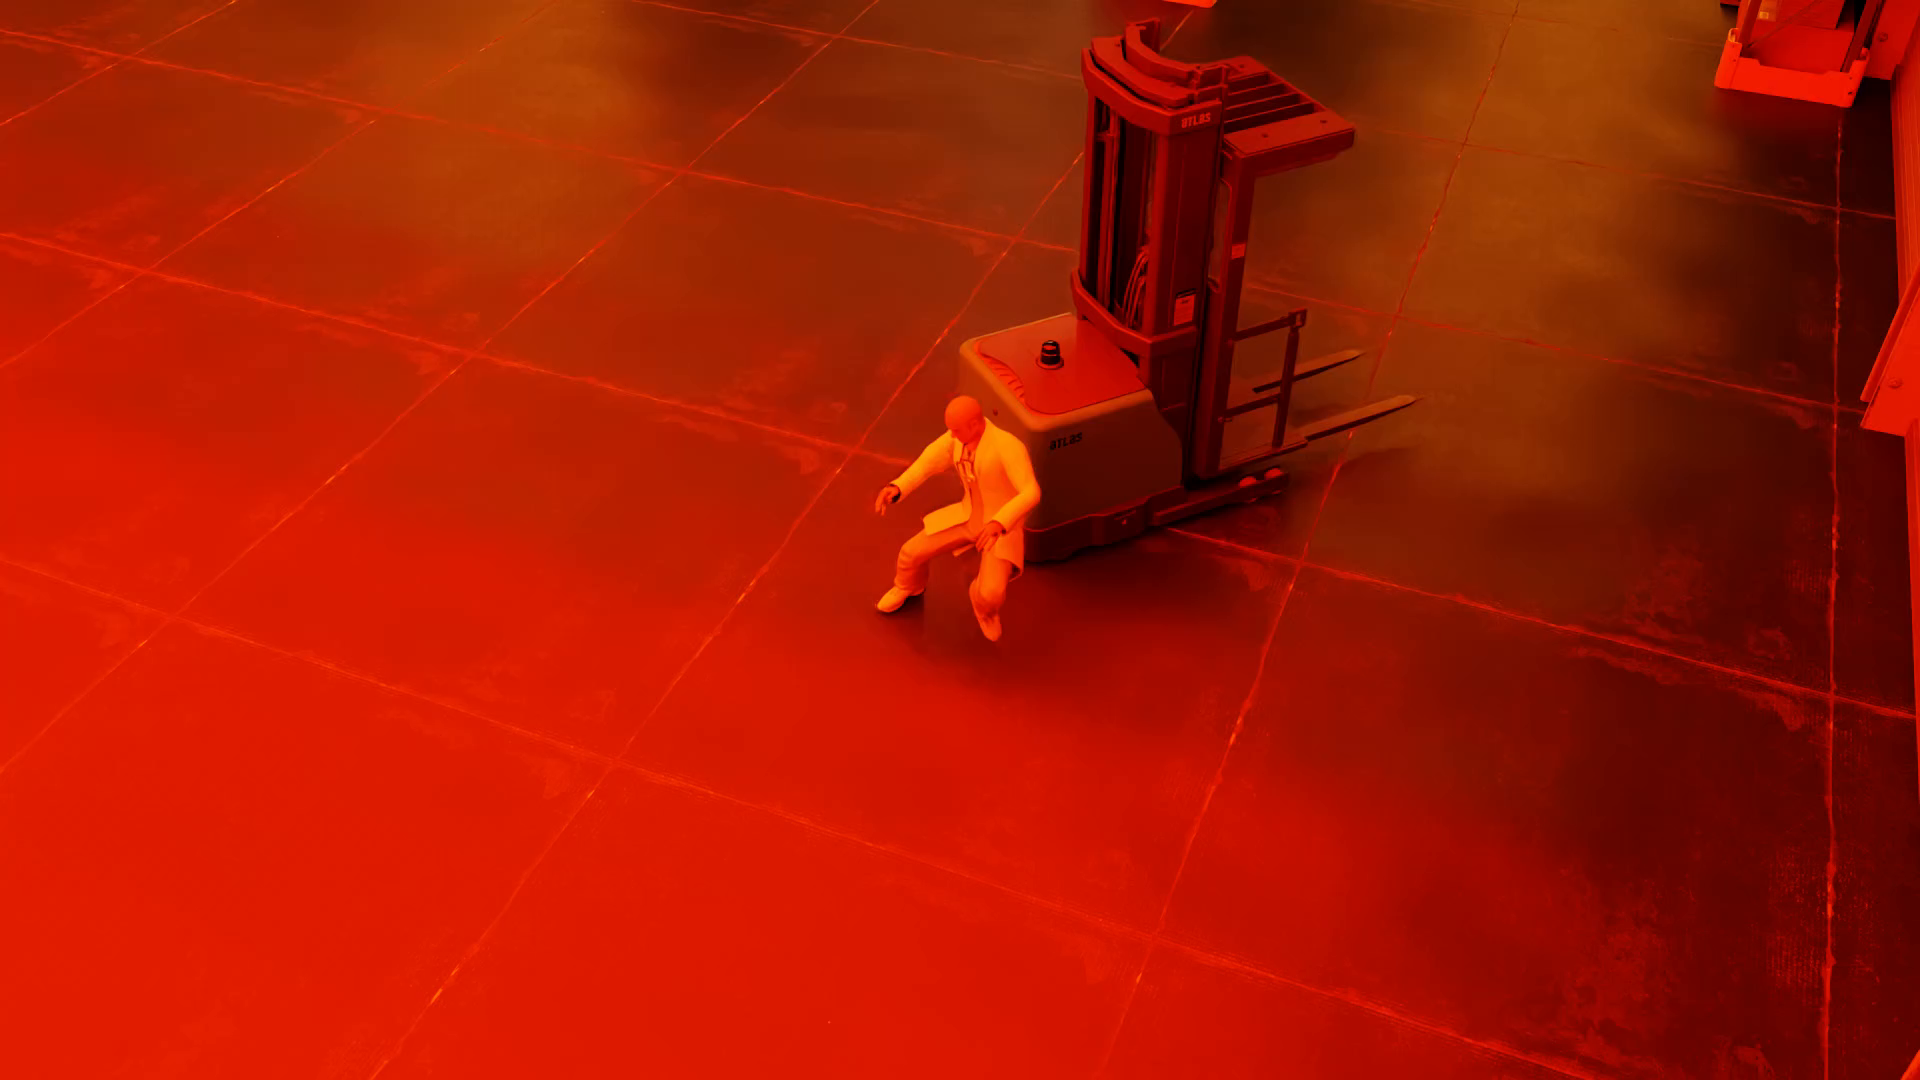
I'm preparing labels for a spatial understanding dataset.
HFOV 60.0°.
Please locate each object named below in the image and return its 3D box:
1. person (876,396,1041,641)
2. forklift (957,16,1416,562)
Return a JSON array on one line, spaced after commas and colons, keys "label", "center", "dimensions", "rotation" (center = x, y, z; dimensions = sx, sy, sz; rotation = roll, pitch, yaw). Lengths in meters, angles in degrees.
[{"label": "person", "center": [-0.033, -0.059, 9.174], "dimensions": [0.827, 1.521, 0.949], "rotation": [-32, 49, -32]}, {"label": "forklift", "center": [1.533, -1.646, 9.972], "dimensions": [3.031, 2.935, 1.130], "rotation": [-18, 43, -20]}]
